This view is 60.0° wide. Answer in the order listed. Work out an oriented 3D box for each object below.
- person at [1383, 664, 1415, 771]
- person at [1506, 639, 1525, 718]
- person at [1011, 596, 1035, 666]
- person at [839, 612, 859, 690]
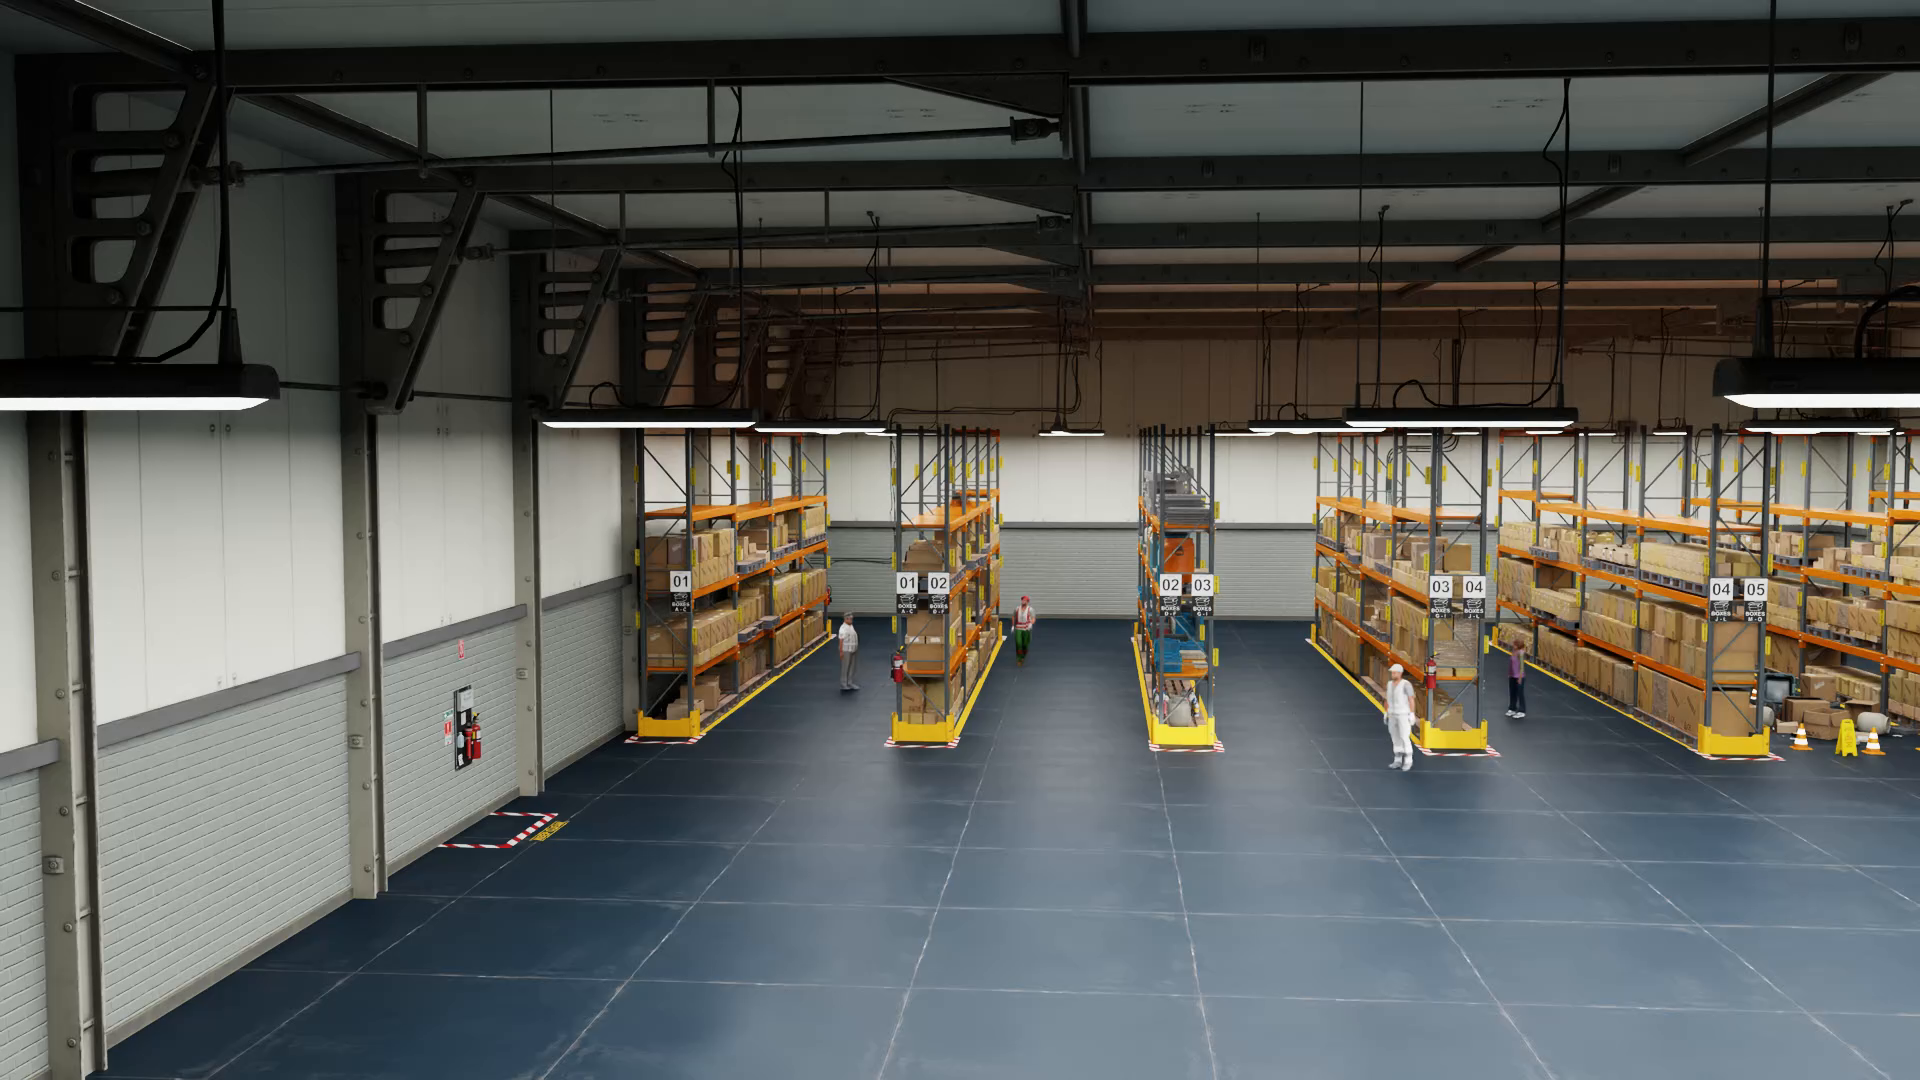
[{"bbox_3d":[7.612,3.076,28.923,0.377,1.834,0.598,-3,5,-40],"label":"person"},{"bbox_3d":[11.456,2.831,34.236,0.328,1.605,0.460,-1,4,-21],"label":"person"},{"bbox_3d":[1.609,2.320,42.249,0.607,1.803,0.878,0,3,2],"label":"person"},{"bbox_3d":[-2.544,2.531,37.962,0.401,1.776,0.652,2,4,25],"label":"person"}]
